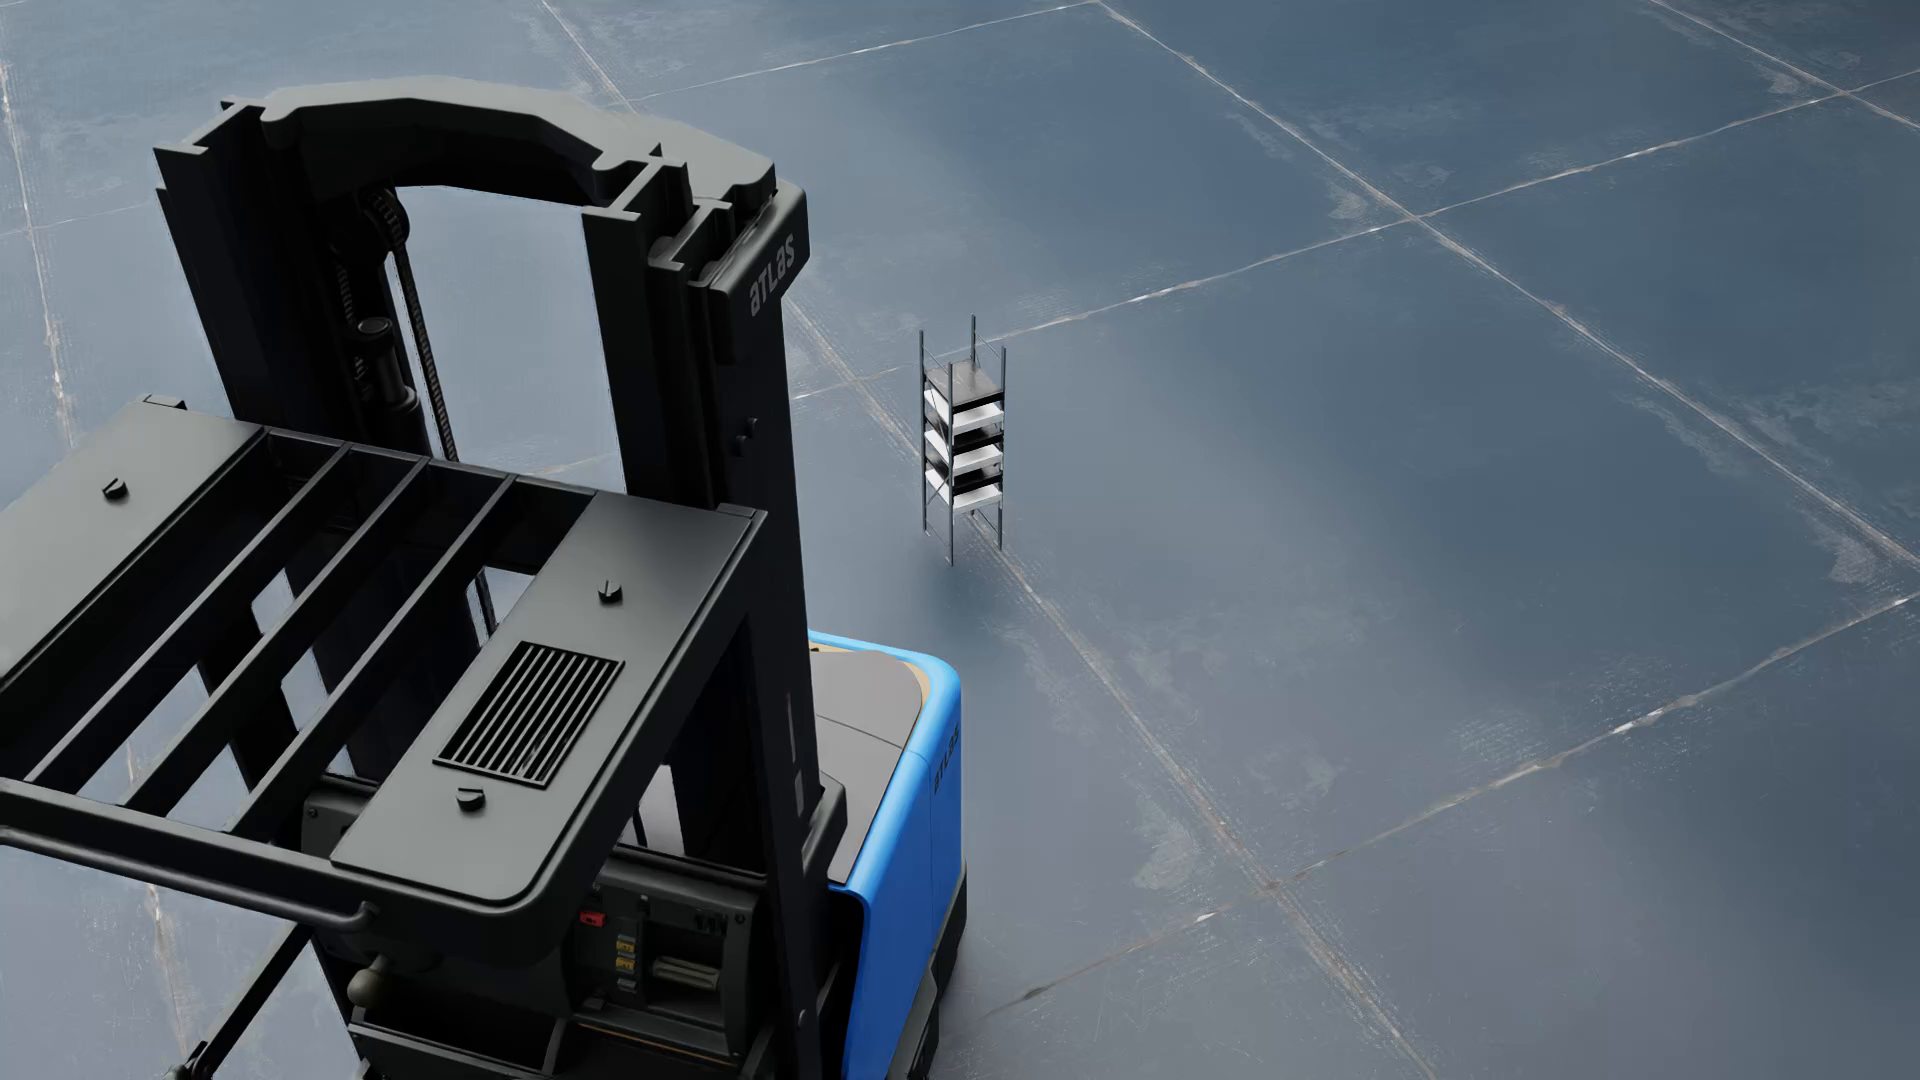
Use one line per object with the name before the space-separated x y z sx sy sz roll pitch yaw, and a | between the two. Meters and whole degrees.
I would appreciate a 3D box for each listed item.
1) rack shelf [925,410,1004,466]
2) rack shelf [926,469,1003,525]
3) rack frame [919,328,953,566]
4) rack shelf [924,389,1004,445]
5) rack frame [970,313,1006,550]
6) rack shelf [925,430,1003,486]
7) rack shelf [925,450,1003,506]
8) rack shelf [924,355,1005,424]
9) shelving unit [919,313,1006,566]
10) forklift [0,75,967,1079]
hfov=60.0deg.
rack shelf | 0.007 -0.389 5.925 0.200 0.077 0.258 -19 44 -21
rack shelf | 0.007 -0.183 6.100 0.200 0.077 0.258 -19 44 -21
rack frame | -0.083 -0.316 5.926 0.006 0.900 0.240 -19 44 -21
rack shelf | 0.007 -0.458 5.867 0.200 0.077 0.258 -19 44 -21
rack frame | 0.097 -0.376 5.998 0.006 0.900 0.240 -19 44 -21
rack shelf | 0.007 -0.320 5.984 0.200 0.077 0.258 -19 44 -21
rack shelf | 0.007 -0.252 6.042 0.200 0.077 0.258 -19 44 -21
rack shelf | 0.007 -0.527 5.809 0.200 0.077 0.258 -19 44 -21
shelving unit | 0.007 -0.346 5.962 0.210 0.900 0.258 -19 44 -21
forklift | -0.886 0.832 2.998 1.130 2.935 3.031 11 41 12
